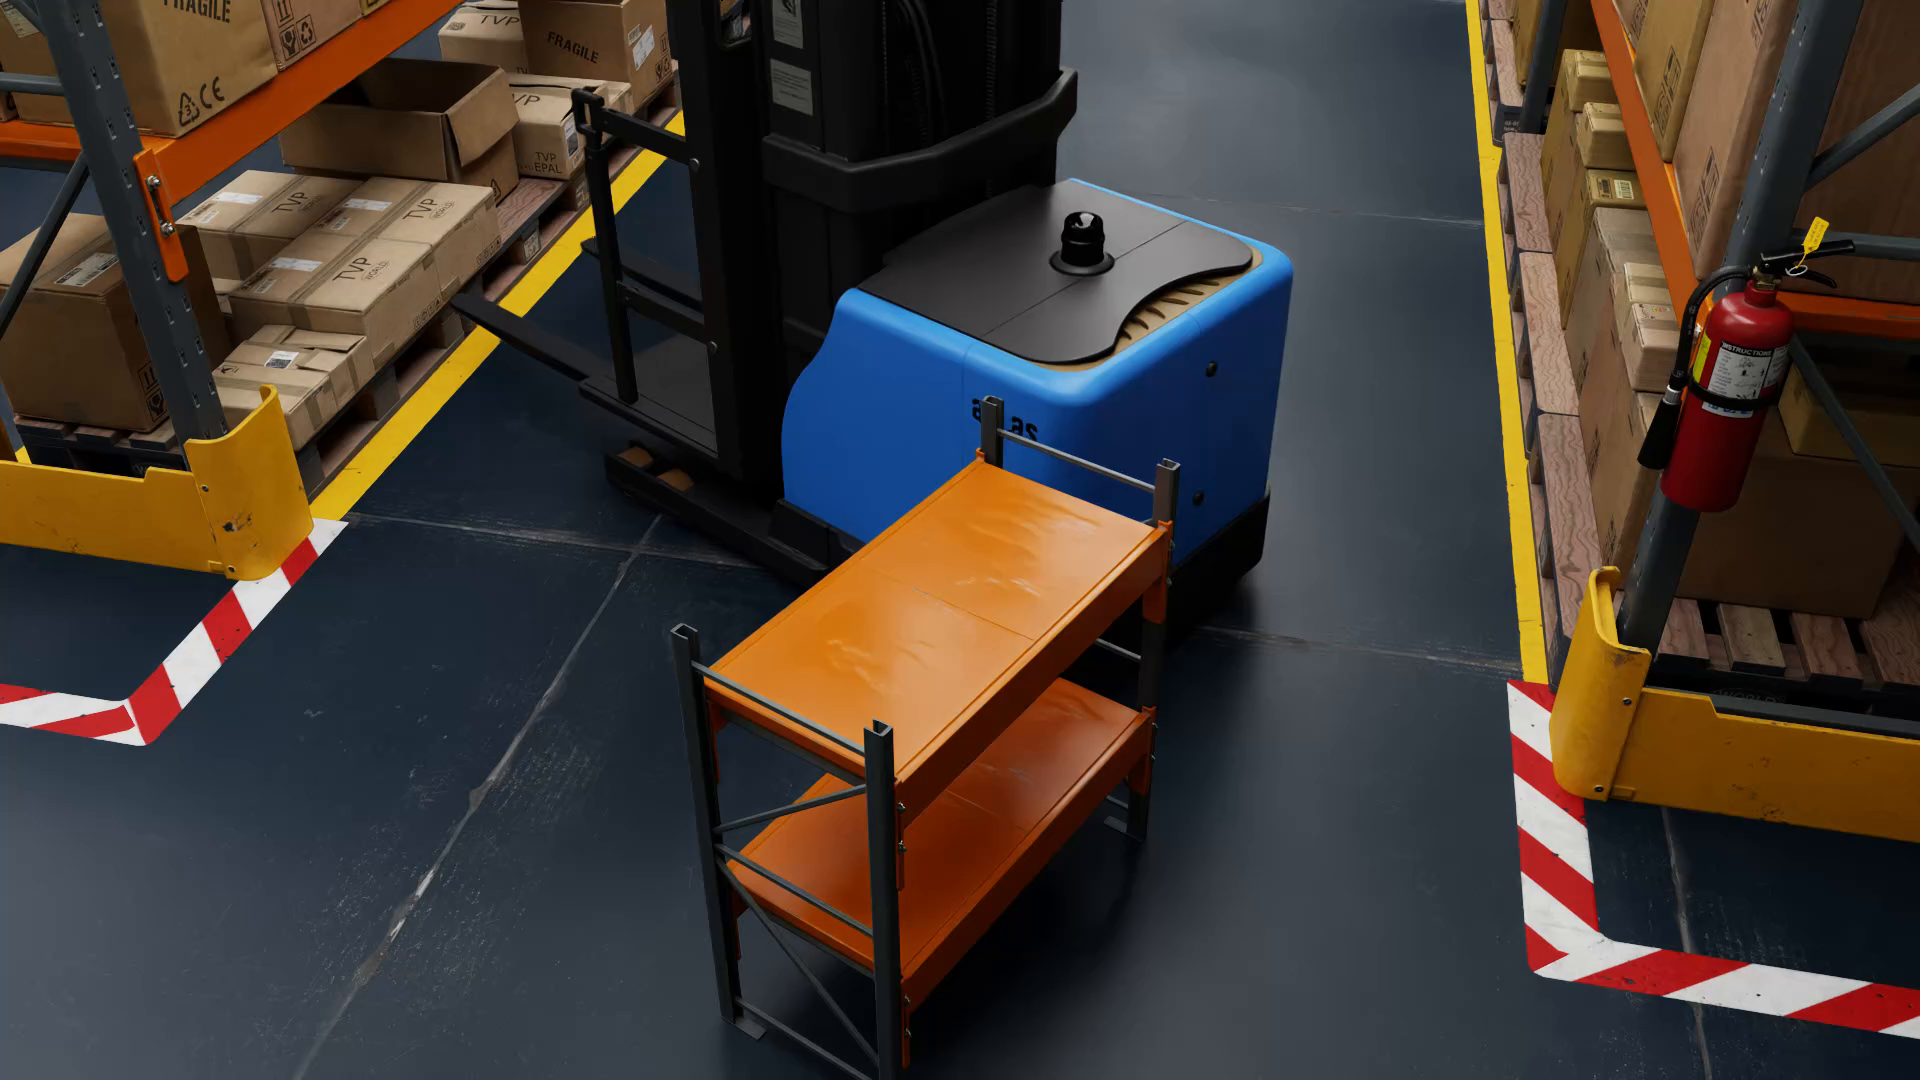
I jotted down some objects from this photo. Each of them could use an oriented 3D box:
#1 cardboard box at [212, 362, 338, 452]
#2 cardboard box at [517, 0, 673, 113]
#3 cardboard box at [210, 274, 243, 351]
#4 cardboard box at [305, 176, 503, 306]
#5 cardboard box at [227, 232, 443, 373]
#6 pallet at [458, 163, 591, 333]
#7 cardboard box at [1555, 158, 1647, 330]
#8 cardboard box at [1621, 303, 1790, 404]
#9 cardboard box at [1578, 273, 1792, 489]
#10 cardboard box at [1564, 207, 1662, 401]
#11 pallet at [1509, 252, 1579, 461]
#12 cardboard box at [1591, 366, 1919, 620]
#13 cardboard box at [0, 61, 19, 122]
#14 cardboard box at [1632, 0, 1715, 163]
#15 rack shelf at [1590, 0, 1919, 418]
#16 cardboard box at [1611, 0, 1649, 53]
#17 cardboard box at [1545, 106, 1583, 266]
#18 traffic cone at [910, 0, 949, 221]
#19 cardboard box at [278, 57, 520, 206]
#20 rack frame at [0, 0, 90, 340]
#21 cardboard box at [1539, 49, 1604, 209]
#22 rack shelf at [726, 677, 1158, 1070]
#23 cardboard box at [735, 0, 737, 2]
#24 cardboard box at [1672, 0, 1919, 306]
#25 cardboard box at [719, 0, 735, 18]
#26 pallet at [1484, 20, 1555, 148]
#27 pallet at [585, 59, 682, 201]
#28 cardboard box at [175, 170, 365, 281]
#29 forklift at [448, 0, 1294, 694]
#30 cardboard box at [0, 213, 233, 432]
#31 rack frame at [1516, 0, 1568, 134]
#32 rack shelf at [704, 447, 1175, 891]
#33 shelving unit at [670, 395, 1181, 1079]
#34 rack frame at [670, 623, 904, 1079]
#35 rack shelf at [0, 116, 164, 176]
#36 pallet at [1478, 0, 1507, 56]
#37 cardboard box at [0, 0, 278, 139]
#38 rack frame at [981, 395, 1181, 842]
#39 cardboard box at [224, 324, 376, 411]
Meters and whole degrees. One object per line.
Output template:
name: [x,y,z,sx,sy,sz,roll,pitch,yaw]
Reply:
cardboard box: [-2.247,-0.431,5.342,0.380,0.149,0.250,7,37,10]
cardboard box: [-1.662,-2.307,7.632,0.500,0.500,0.500,7,37,10]
cardboard box: [-2.622,-0.804,5.843,0.380,0.166,0.250,7,37,10]
cardboard box: [-2.065,-1.124,6.213,0.500,0.250,0.500,7,37,10]
cardboard box: [-2.172,-0.837,5.817,0.500,0.250,0.500,7,37,10]
pallet: [-2.224,-1.279,6.835,1.003,0.211,1.213,7,37,10]
cardboard box: [2.540,-1.045,5.907,0.700,0.500,0.500,8,37,11]
cardboard box: [2.070,-0.522,4.633,0.380,0.149,0.250,7,37,9]
cardboard box: [2.327,-0.450,5.086,0.700,0.500,0.500,7,37,10]
cardboard box: [2.434,-0.738,5.484,0.700,0.500,0.500,6,36,8]
pallet: [2.525,-0.627,5.936,1.003,0.211,1.213,7,37,10]
cardboard box: [2.220,-0.163,4.691,0.700,0.500,0.500,7,37,10]
cardboard box: [-2.842,-1.541,4.735,0.500,0.500,0.500,8,37,11]
cardboard box: [2.412,-1.425,4.404,0.980,0.700,0.700,7,37,10]
rack shelf: [2.596,-1.446,5.303,1.077,0.370,4.000,7,37,10]
cardboard box: [2.584,-1.861,5.005,0.980,0.700,0.700,6,36,8]
cardboard box: [2.652,-1.339,6.313,0.700,0.500,0.500,7,37,9]
traffic cone: [-0.146,-0.980,4.756,0.295,1.202,0.196,7,37,10]
cardboard box: [-2.214,-1.593,6.644,0.797,0.503,0.637,7,37,10]
rack frame: [-2.669,-1.209,4.363,0.949,2.616,0.053,7,37,10]
cardboard box: [2.763,-1.626,6.710,0.700,0.500,0.500,8,37,11]
rack shelf: [-0.034,0.657,3.802,0.538,0.278,1.000,23,42,28]
cardboard box: [-1.373,-3.223,8.896,0.500,0.500,0.500,8,37,11]
cardboard box: [2.267,-1.006,3.826,0.980,0.700,0.700,9,37,12]
cardboard box: [-1.476,-2.916,8.472,0.500,0.500,0.500,6,36,8]
pallet: [3.114,-2.207,8.115,1.003,0.211,1.213,7,37,10]
pallet: [-1.965,-1.980,7.802,1.003,0.211,1.213,7,37,10]
cardboard box: [-2.564,-1.158,6.260,0.500,0.250,0.500,7,37,10]
forklift: [-0.520,-1.453,4.758,3.031,2.935,1.130,27,44,32]
cardboard box: [-2.796,-0.718,5.440,0.500,0.500,0.500,7,37,10]
rack frame: [3.023,-2.884,6.673,1.000,3.000,0.127,7,37,10]
rack shelf: [-0.034,0.222,3.486,0.538,0.278,1.000,23,42,28]
shelving unit: [-0.034,0.459,3.658,0.538,1.125,1.048,23,42,28]
rack frame: [-0.328,0.702,3.322,0.500,1.125,0.032,23,42,28]
rack shelf: [-2.245,-2.144,6.099,0.919,0.124,3.809,7,37,10]
pallet: [3.372,-2.908,9.083,1.003,0.211,1.213,7,37,10]
cardboard box: [-2.319,-1.472,4.639,0.500,0.500,0.500,8,37,11]
rack frame: [0.260,0.216,3.994,0.500,1.125,0.032,23,42,28]
cardboard box: [-2.193,-0.581,5.535,0.380,0.166,0.250,7,37,10]
